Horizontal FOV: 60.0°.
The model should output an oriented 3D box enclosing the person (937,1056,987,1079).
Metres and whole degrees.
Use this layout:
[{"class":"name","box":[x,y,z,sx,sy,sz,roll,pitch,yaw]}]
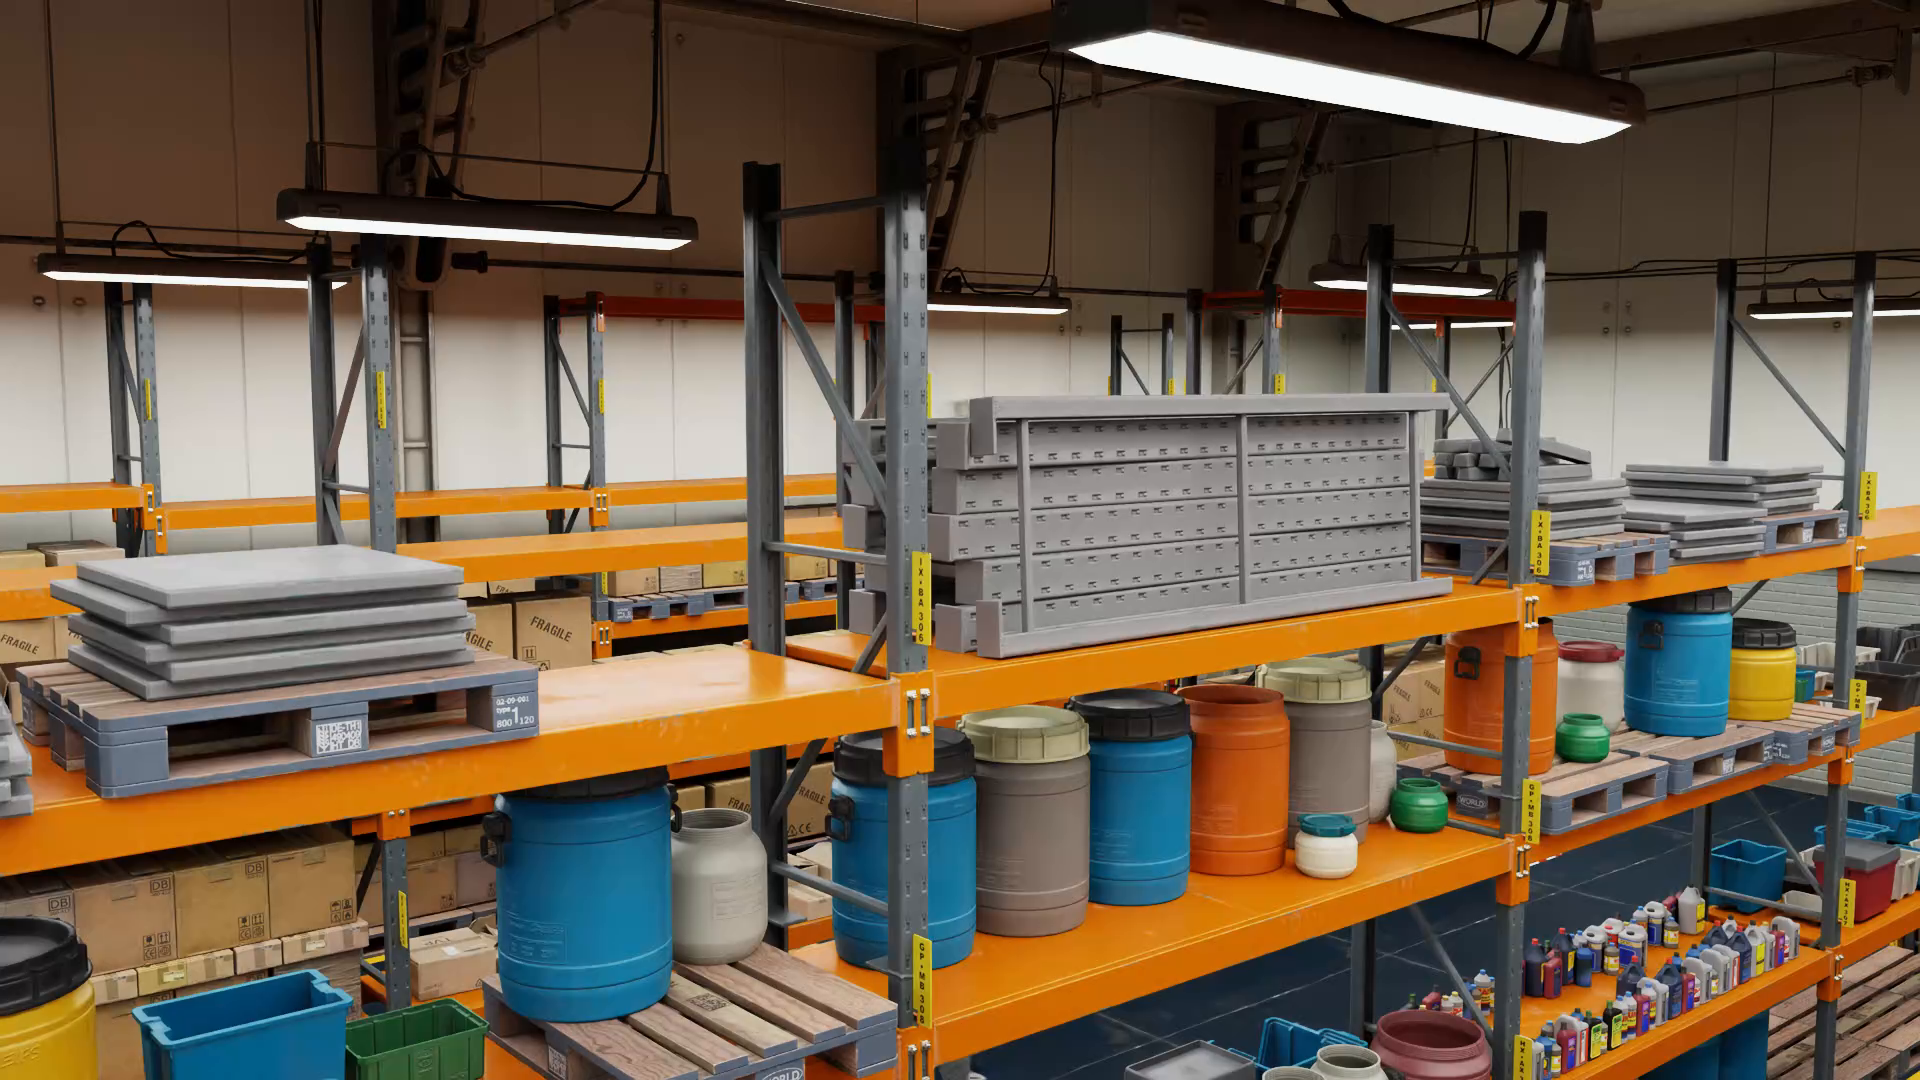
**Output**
[{"class":"person","box":[-0.103,3.338,11.170,1.086,1.522,0.599,-3,6,-29]}]
